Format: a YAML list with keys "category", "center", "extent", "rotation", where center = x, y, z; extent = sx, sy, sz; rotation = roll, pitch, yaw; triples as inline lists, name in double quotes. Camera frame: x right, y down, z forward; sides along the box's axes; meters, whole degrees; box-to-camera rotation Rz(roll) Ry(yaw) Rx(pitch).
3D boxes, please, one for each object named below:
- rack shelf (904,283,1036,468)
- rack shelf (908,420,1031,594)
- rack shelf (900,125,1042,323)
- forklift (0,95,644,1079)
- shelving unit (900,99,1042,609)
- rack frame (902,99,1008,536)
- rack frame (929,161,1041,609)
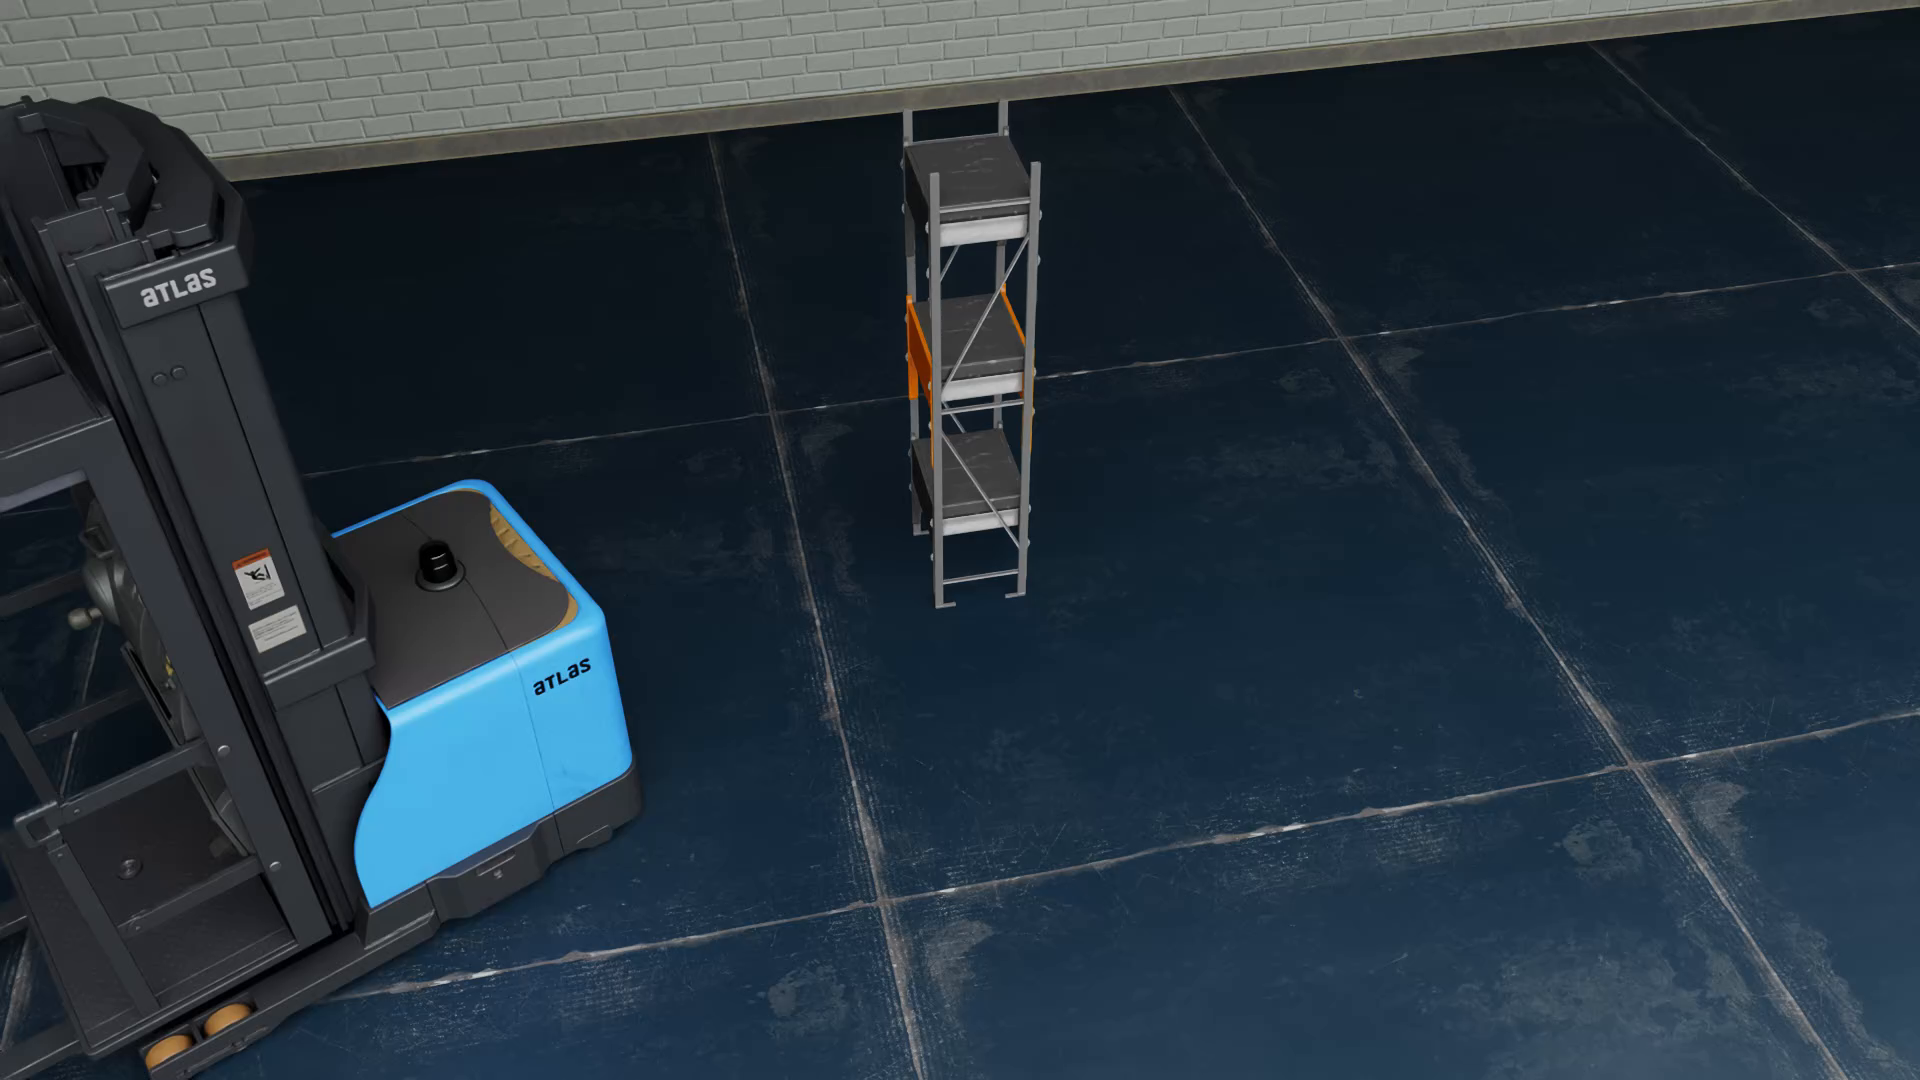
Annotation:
- category: "rack shelf"
  center: [0.036, -0.668, 6.723]
  extent: [0.431, 0.518, 0.480]
  rotation: [-8, 42, -9]
- category: "rack shelf"
  center: [0.036, -0.144, 7.188]
  extent: [0.431, 0.518, 0.480]
  rotation: [-8, 42, -9]
- category: "rack shelf"
  center: [0.036, -1.191, 6.258]
  extent: [0.431, 0.518, 0.480]
  rotation: [-8, 42, -9]
- category: "forklift"
  center: [-2.673, 0.305, 4.981]
  extent: [3.031, 2.935, 1.130]
  rotation: [-27, 48, -27]
- category: "shelving unit"
  center: [0.036, -0.678, 6.714]
  extent: [0.431, 2.100, 0.503]
  rotation: [-8, 42, -9]
- category: "rack frame"
  center: [-0.017, -0.836, 6.892]
  extent: [0.400, 2.100, 0.015]
  rotation: [-8, 42, -9]
- category: "rack frame"
  center: [0.088, -0.520, 6.536]
  extent: [0.400, 2.100, 0.015]
  rotation: [-8, 42, -9]
